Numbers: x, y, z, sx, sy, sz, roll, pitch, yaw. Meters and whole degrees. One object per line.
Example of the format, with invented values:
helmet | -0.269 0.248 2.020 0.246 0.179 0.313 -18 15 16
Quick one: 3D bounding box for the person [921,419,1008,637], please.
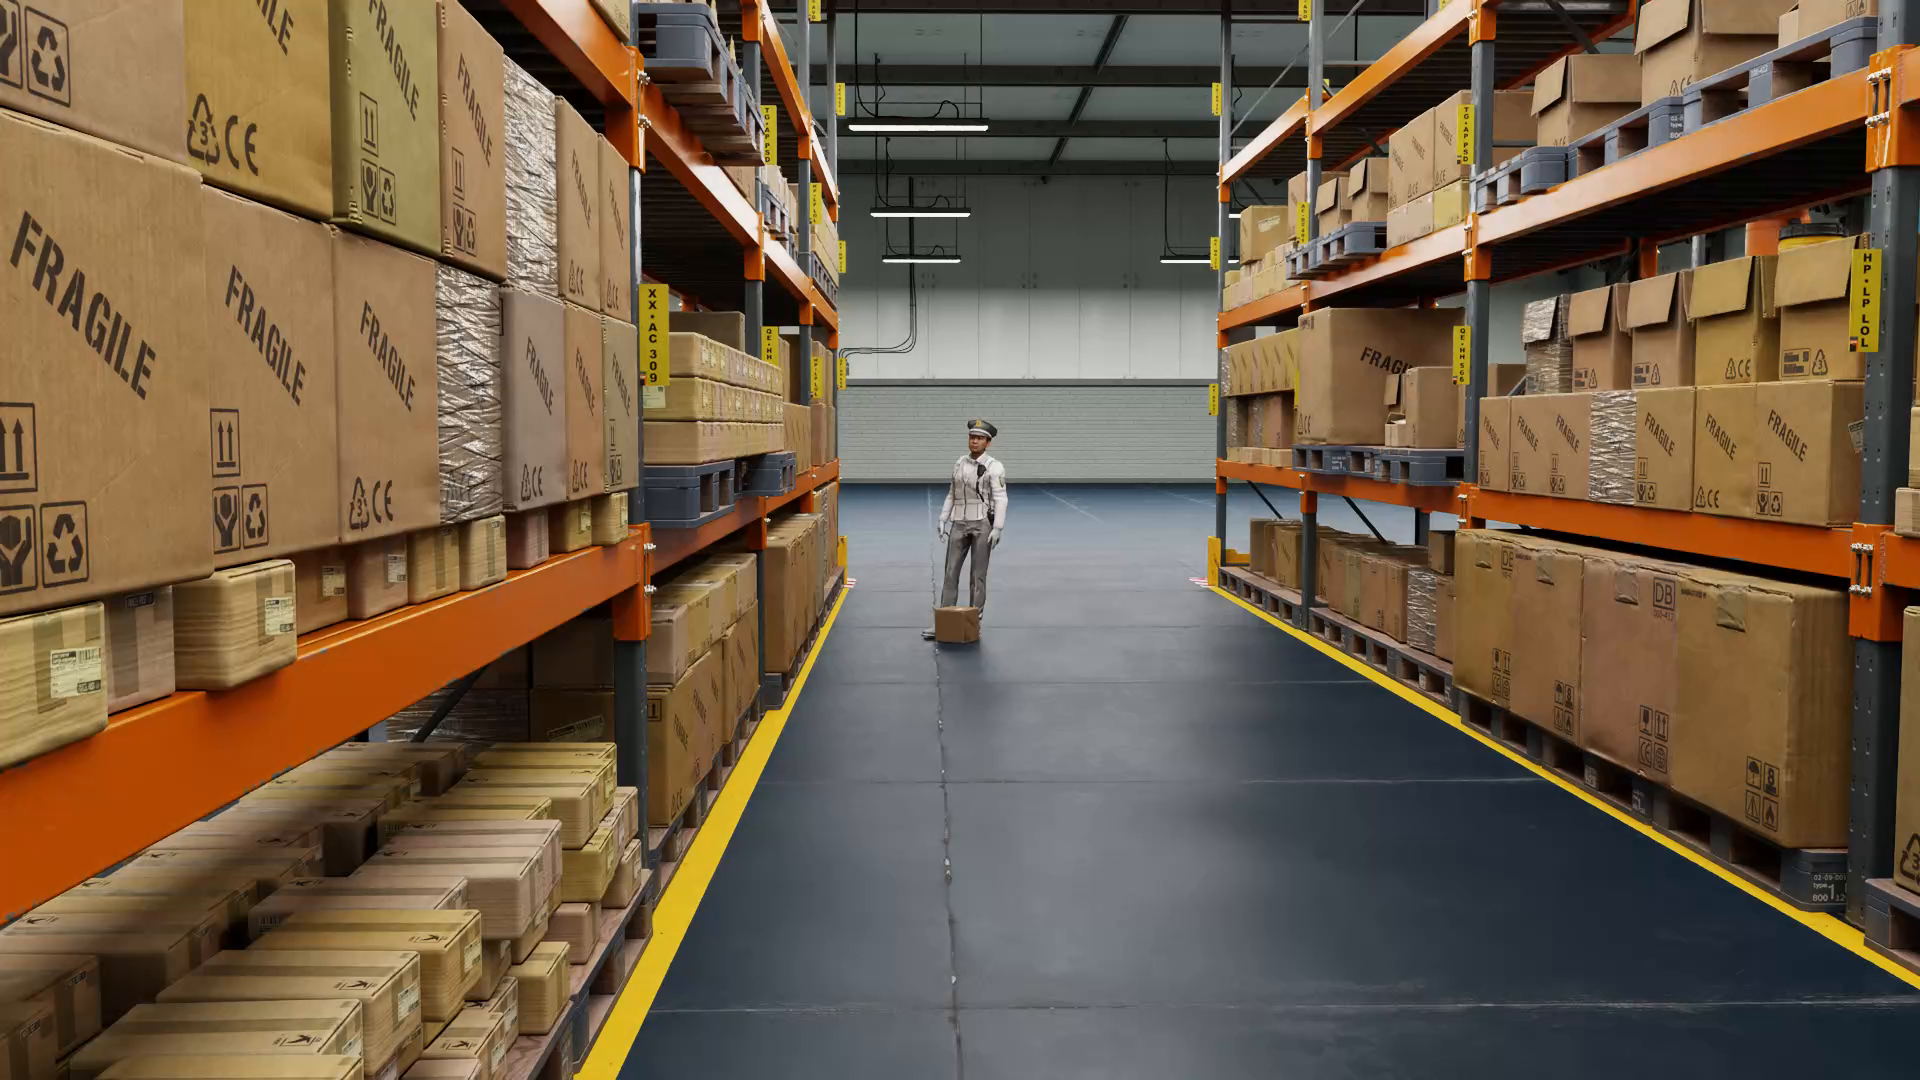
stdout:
person | 0.062 -0.090 12.950 0.588 1.696 0.532 2 5 32
